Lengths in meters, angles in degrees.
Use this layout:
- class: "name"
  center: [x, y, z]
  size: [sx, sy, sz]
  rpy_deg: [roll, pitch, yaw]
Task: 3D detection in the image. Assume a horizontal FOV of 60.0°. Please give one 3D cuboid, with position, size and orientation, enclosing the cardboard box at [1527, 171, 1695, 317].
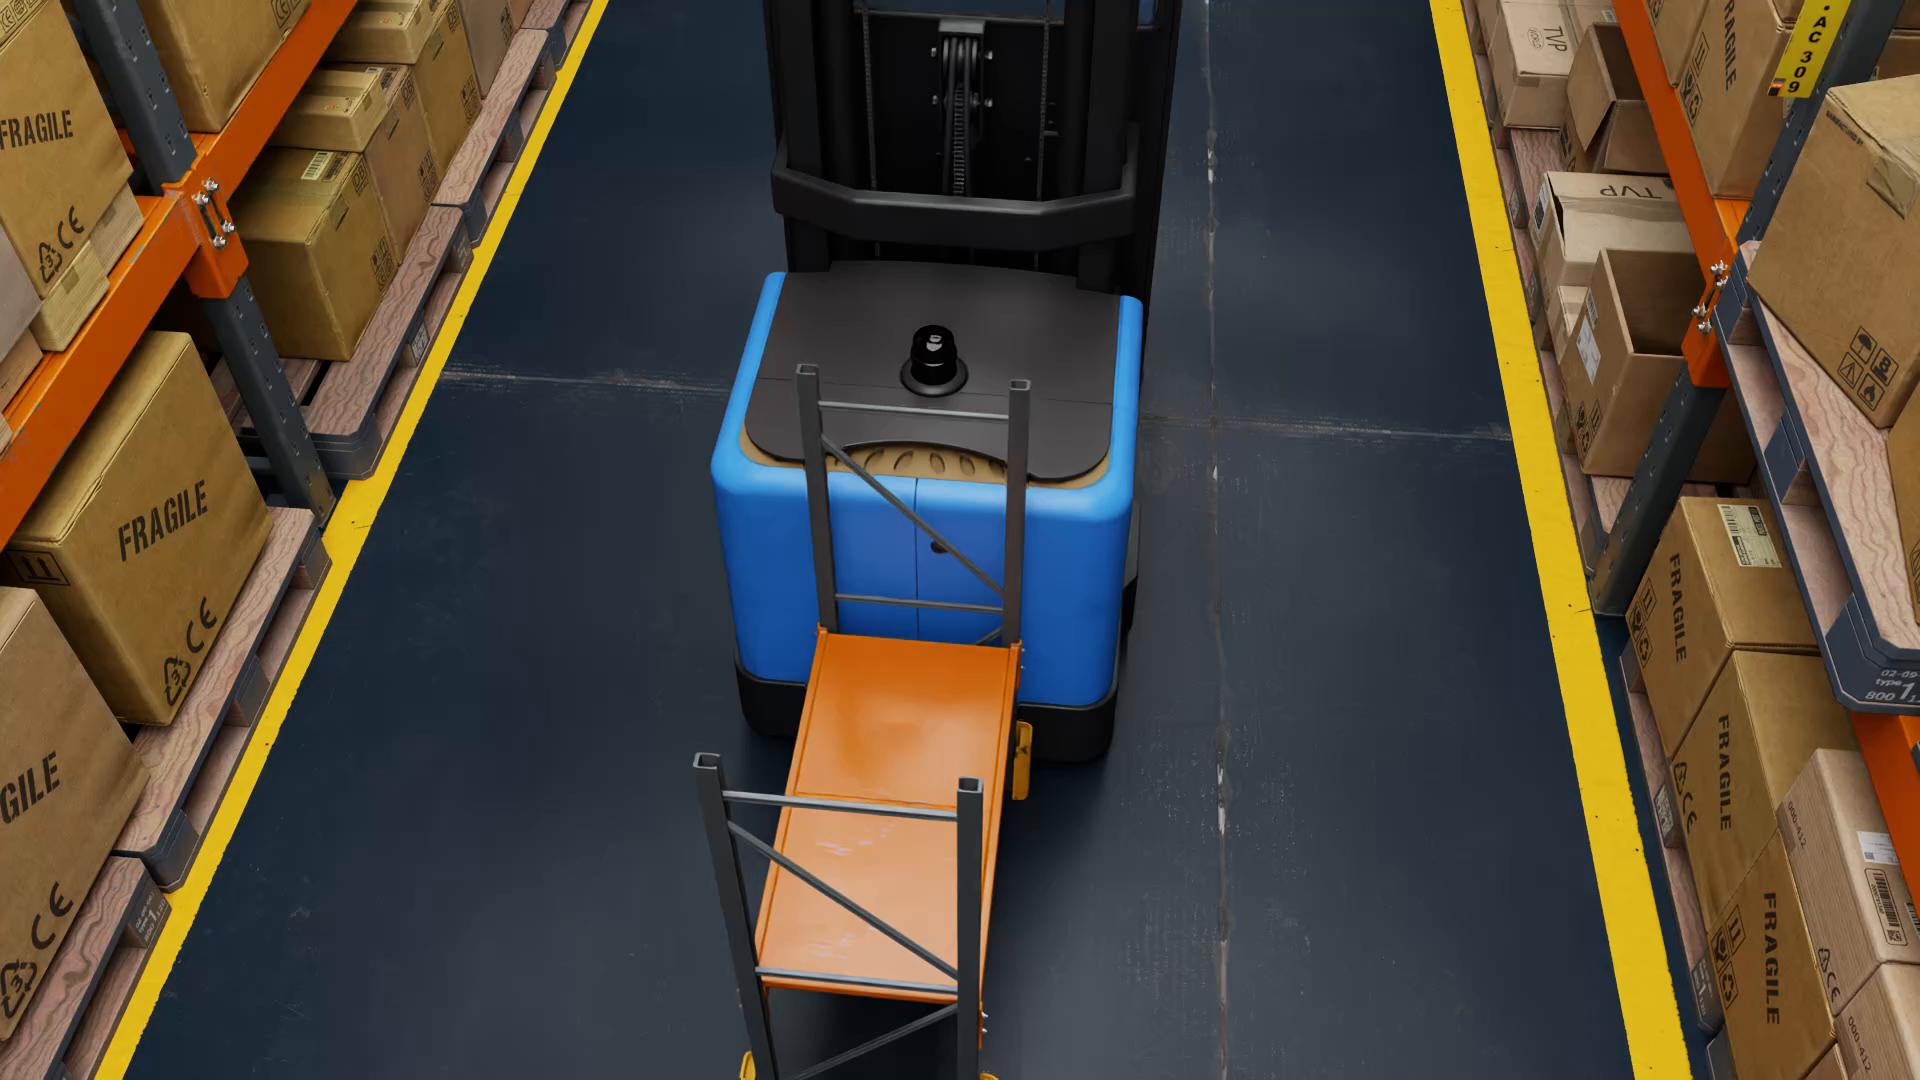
- class: "cardboard box"
  center: [2.260, -1.023, 5.677]
  size: [0.500, 0.311, 0.500]
  rpy_deg: [4, 48, 4]

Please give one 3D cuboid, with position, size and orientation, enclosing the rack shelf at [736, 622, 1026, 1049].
- class: "rack shelf"
  center: [-0.155, 0.653, 3.880]
  size: [0.538, 0.185, 1.000]
  rpy_deg: [5, 48, 4]

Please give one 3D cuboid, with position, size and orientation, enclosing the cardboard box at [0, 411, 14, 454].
- class: "cardboard box"
  center: [-2.293, -0.205, 3.562]
  size: [0.380, 0.149, 0.250]
  rpy_deg: [4, 48, 4]

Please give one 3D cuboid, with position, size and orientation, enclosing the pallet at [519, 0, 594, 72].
- class: "pallet"
  center: [-2.141, -2.529, 7.420]
  size: [1.003, 0.211, 1.213]
  rpy_deg: [4, 48, 4]

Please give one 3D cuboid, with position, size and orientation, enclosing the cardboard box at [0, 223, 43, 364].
- class: "cardboard box"
  center: [-2.339, -0.533, 3.421]
  size: [0.500, 0.500, 0.500]
  rpy_deg: [4, 48, 4]

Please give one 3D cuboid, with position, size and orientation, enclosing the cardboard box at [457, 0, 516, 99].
- class: "cardboard box"
  center: [-2.201, -2.102, 6.550]
  size: [0.700, 0.500, 0.500]
  rpy_deg: [2, 48, 2]

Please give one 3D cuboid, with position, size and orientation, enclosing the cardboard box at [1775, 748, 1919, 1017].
- class: "cardboard box"
  center: [2.045, 0.723, 3.444]
  size: [0.500, 0.250, 0.500]
  rpy_deg: [4, 48, 4]

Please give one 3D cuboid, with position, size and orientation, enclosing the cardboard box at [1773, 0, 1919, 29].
- class: "cardboard box"
  center: [2.211, -1.553, 3.892]
  size: [0.500, 0.500, 0.500]
  rpy_deg: [4, 48, 4]

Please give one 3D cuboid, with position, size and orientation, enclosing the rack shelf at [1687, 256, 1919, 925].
- class: "rack shelf"
  center: [2.240, 0.919, 2.864]
  size: [1.077, 0.370, 4.000]
  rpy_deg: [4, 48, 4]

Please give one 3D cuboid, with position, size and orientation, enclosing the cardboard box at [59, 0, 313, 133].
- class: "cardboard box"
  center: [-2.445, -1.622, 4.498]
  size: [0.980, 0.700, 0.700]
  rpy_deg: [5, 48, 4]

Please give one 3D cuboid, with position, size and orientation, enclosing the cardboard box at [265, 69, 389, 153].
- class: "cardboard box"
  center: [-2.128, -1.422, 5.488]
  size: [0.380, 0.149, 0.250]
  rpy_deg: [5, 48, 5]

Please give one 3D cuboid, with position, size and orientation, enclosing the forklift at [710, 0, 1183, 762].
- class: "forklift"
  center: [0.057, -1.472, 4.610]
  size: [1.130, 2.935, 3.031]
  rpy_deg: [5, 48, 4]

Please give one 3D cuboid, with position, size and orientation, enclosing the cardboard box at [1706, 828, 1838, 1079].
- class: "cardboard box"
  center: [2.045, 1.001, 3.698]
  size: [0.500, 0.500, 0.500]
  rpy_deg: [4, 48, 4]

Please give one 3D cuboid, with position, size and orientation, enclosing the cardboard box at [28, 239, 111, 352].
- class: "cardboard box"
  center: [-2.259, -0.591, 3.914]
  size: [0.380, 0.149, 0.250]
  rpy_deg: [5, 48, 4]

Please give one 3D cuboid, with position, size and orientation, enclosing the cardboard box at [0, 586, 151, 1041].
- class: "cardboard box"
  center: [-2.519, 0.600, 3.841]
  size: [0.750, 0.750, 0.750]
  rpy_deg: [5, 48, 5]

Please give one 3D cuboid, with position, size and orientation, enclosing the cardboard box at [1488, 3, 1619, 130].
- class: "cardboard box"
  center: [2.364, -1.838, 6.463]
  size: [0.500, 0.250, 0.500]
  rpy_deg: [4, 48, 4]

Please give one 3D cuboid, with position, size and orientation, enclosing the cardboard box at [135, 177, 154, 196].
- class: "cardboard box"
  center: [-2.552, -1.090, 5.184]
  size: [0.380, 0.149, 0.250]
  rpy_deg: [4, 48, 3]

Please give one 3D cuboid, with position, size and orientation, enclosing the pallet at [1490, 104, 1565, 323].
- class: "pallet"
  center: [2.595, -1.255, 6.255]
  size: [1.003, 0.211, 1.213]
  rpy_deg: [4, 48, 4]

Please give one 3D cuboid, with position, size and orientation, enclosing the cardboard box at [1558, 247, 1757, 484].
- class: "cardboard box"
  center: [2.192, -0.536, 5.103]
  size: [0.500, 0.500, 0.500]
  rpy_deg: [4, 48, 4]

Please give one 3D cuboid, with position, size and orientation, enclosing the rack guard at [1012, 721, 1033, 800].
- class: "rack guard"
  center: [-0.100, 0.582, 4.548]
  size: [0.587, 0.250, 0.087]
  rpy_deg: [5, 48, 4]

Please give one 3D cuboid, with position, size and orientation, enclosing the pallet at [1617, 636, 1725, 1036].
- class: "pallet"
  center: [2.386, 0.748, 4.423]
  size: [1.003, 0.211, 1.213]
  rpy_deg: [4, 48, 4]

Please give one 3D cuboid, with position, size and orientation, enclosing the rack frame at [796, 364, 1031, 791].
- class: "rack frame"
  center: [-0.100, 0.159, 4.088]
  size: [0.500, 1.500, 0.032]
  rpy_deg: [5, 48, 4]

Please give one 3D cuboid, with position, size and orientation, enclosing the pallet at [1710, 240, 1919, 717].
- class: "pallet"
  center: [2.241, -0.148, 3.483]
  size: [1.003, 0.211, 1.213]
  rpy_deg: [4, 48, 4]

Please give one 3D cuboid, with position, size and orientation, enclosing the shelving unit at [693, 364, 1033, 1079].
- class: "shelving unit"
  center: [-0.154, 0.525, 3.753]
  size: [0.587, 1.500, 1.083]
  rpy_deg: [5, 48, 4]

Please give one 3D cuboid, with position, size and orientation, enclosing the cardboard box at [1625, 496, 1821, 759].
- class: "cardboard box"
  center: [2.136, 0.241, 4.392]
  size: [0.500, 0.500, 0.500]
  rpy_deg: [2, 48, 2]

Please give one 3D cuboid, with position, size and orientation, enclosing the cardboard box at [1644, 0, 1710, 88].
- class: "cardboard box"
  center: [2.258, -1.590, 4.604]
  size: [0.500, 0.500, 0.500]
  rpy_deg: [5, 48, 5]

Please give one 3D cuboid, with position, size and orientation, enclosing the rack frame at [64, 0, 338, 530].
- class: "rack frame"
  center: [-2.511, -1.123, 4.245]
  size: [1.000, 3.000, 0.127]
  rpy_deg: [4, 48, 4]

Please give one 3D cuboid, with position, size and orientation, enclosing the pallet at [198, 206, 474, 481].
- class: "pallet"
  center: [-2.364, -0.736, 5.780]
  size: [1.003, 0.211, 1.213]
  rpy_deg: [4, 48, 4]

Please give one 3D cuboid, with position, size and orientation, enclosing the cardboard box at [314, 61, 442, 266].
- class: "cardboard box"
  center: [-2.292, -1.333, 5.846]
  size: [0.700, 0.500, 0.500]
  rpy_deg: [3, 48, 3]

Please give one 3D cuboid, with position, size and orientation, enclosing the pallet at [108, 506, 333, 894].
- class: "pallet"
  center: [-2.506, 0.390, 4.750]
  size: [1.003, 0.211, 1.213]
  rpy_deg: [4, 48, 4]

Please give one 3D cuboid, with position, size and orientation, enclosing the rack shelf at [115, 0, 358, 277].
- class: "rack shelf"
  center: [-2.329, -2.350, 5.854]
  size: [1.077, 0.370, 4.000]
  rpy_deg: [4, 48, 4]

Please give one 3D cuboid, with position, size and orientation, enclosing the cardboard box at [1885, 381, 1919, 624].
- class: "cardboard box"
  center: [2.157, -0.126, 2.980]
  size: [0.700, 0.500, 0.500]
  rpy_deg: [11, 48, 10]
